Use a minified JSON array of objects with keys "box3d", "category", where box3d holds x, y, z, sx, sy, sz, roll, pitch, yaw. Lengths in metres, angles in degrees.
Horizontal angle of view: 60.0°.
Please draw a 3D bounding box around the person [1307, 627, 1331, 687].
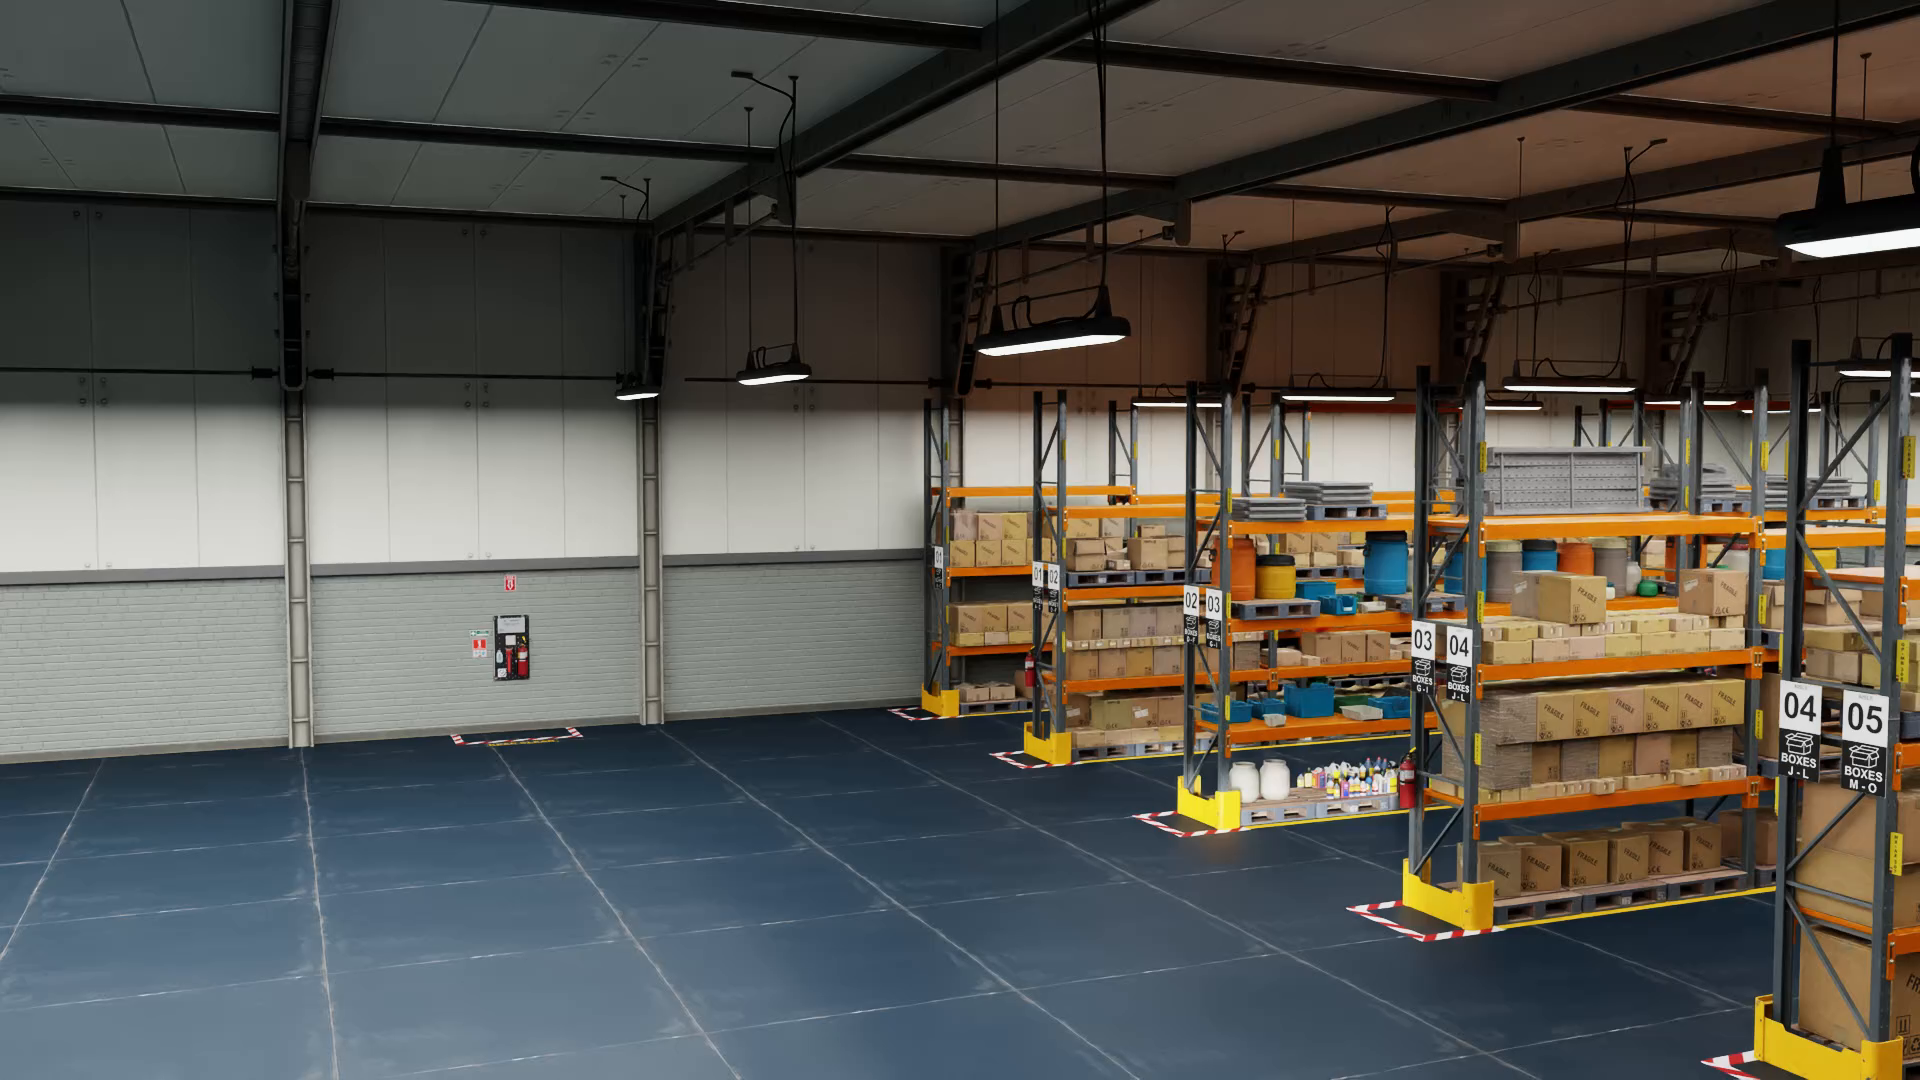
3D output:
[{"box3d":[6.686,2.447,31.072,0.593,1.802,0.403,3,5,44],"category":"person"}]
